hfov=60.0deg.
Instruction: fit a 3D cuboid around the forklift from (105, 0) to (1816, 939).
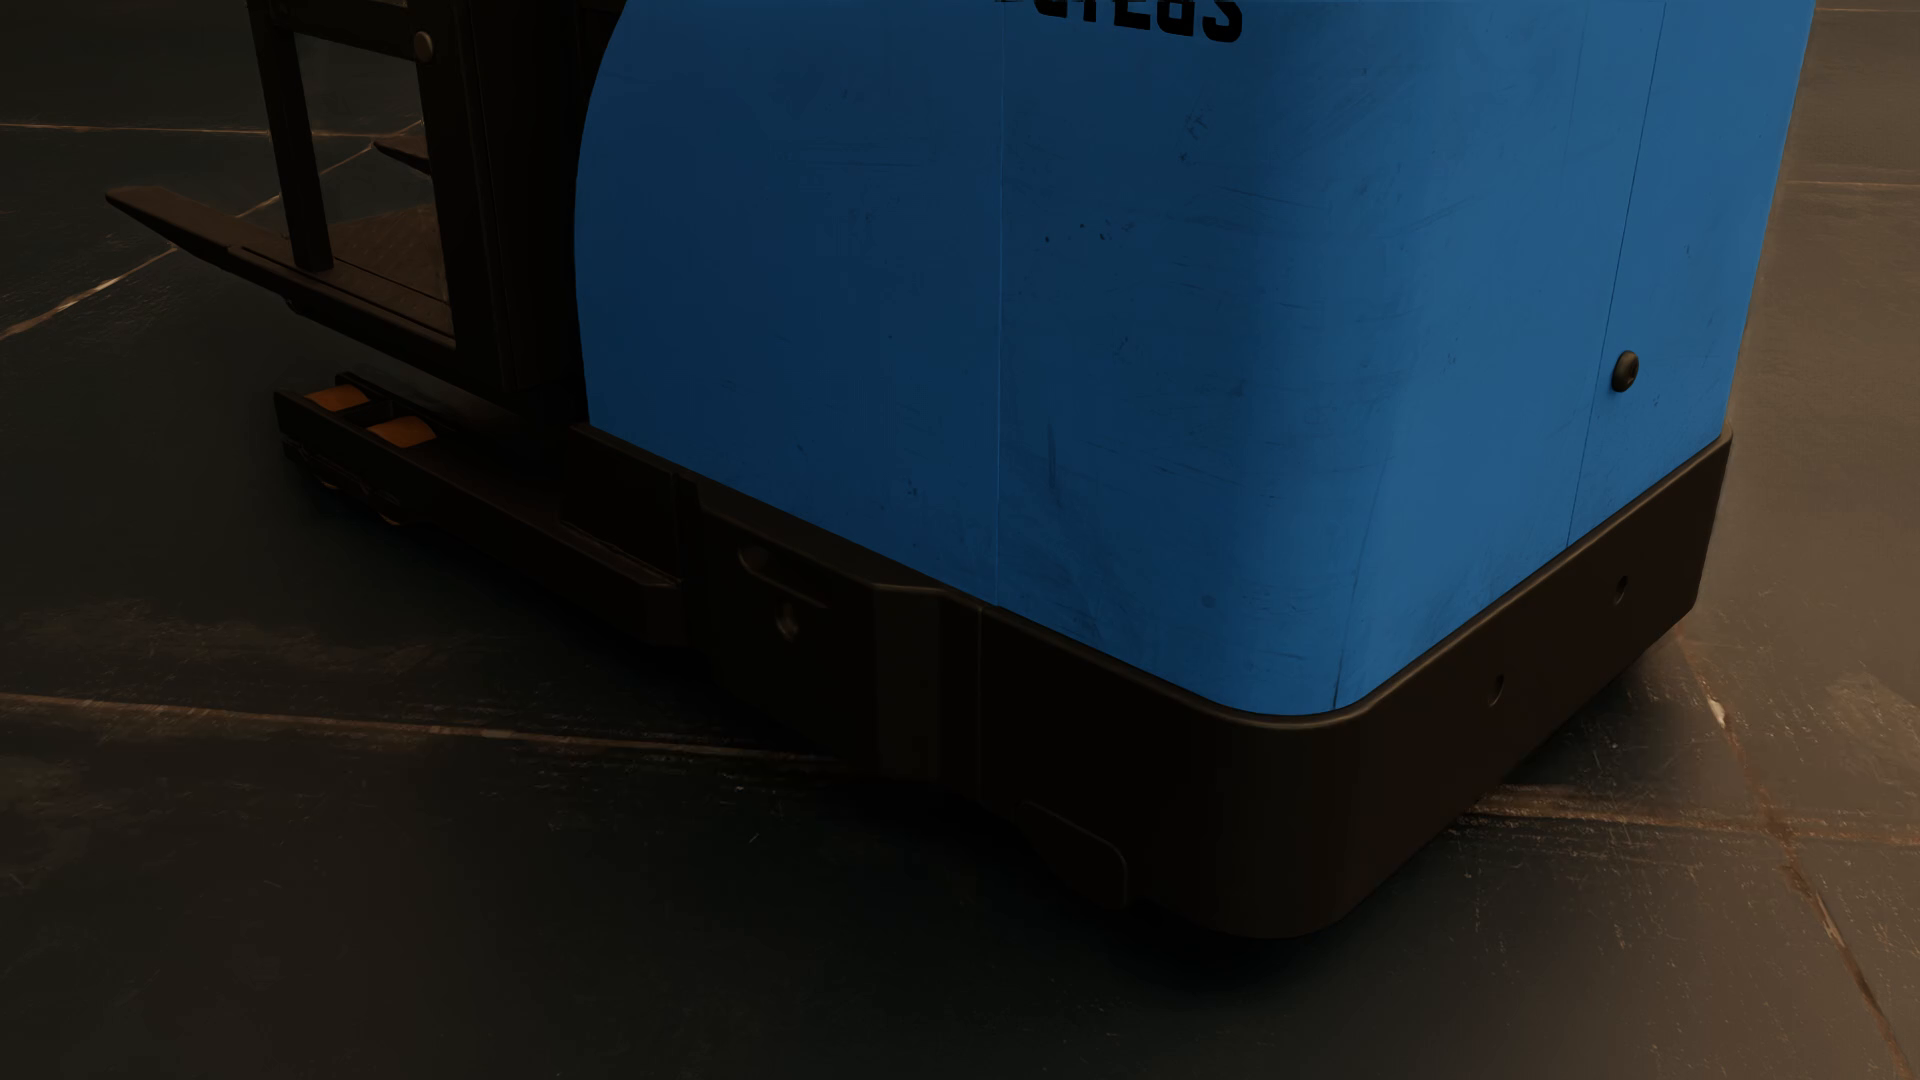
[{"bbox_3d":[-0.446,-1.482,2.187,3.031,2.935,1.130,23,34,38],"label":"forklift"}]
